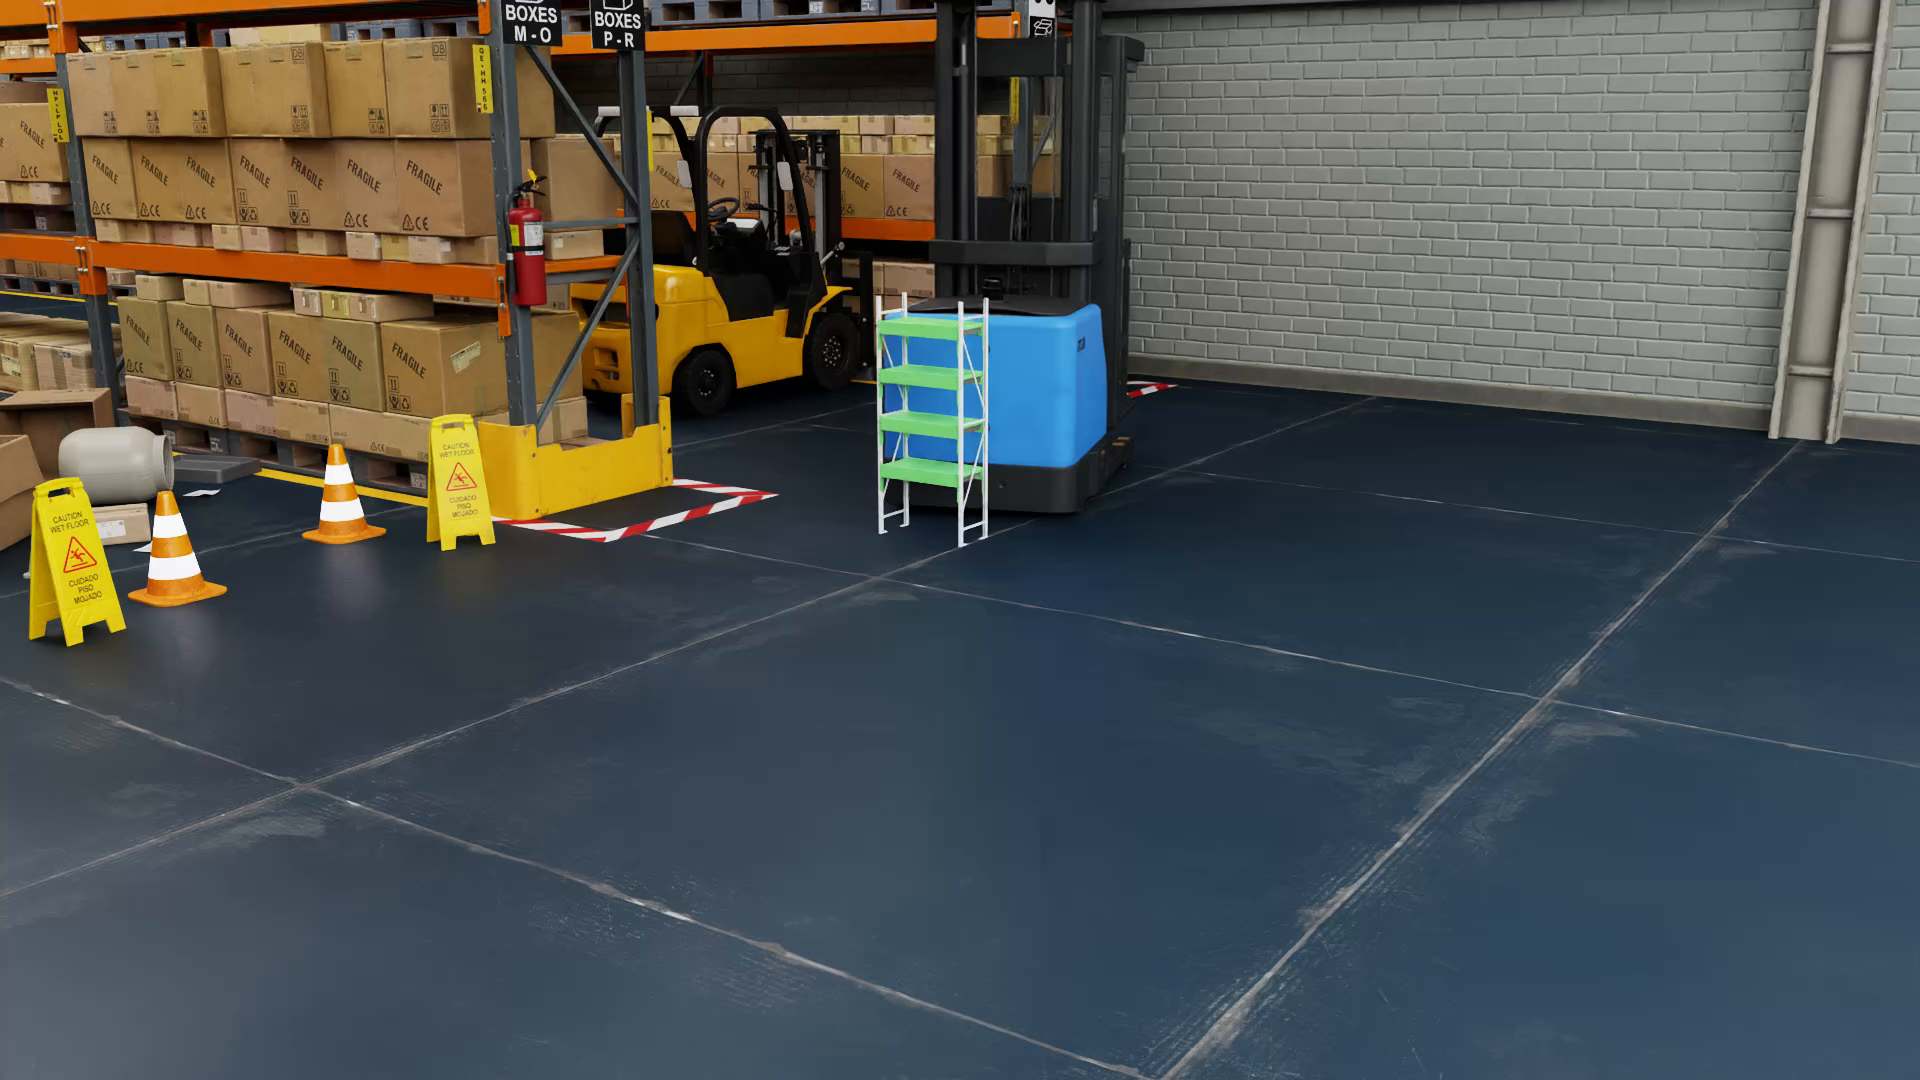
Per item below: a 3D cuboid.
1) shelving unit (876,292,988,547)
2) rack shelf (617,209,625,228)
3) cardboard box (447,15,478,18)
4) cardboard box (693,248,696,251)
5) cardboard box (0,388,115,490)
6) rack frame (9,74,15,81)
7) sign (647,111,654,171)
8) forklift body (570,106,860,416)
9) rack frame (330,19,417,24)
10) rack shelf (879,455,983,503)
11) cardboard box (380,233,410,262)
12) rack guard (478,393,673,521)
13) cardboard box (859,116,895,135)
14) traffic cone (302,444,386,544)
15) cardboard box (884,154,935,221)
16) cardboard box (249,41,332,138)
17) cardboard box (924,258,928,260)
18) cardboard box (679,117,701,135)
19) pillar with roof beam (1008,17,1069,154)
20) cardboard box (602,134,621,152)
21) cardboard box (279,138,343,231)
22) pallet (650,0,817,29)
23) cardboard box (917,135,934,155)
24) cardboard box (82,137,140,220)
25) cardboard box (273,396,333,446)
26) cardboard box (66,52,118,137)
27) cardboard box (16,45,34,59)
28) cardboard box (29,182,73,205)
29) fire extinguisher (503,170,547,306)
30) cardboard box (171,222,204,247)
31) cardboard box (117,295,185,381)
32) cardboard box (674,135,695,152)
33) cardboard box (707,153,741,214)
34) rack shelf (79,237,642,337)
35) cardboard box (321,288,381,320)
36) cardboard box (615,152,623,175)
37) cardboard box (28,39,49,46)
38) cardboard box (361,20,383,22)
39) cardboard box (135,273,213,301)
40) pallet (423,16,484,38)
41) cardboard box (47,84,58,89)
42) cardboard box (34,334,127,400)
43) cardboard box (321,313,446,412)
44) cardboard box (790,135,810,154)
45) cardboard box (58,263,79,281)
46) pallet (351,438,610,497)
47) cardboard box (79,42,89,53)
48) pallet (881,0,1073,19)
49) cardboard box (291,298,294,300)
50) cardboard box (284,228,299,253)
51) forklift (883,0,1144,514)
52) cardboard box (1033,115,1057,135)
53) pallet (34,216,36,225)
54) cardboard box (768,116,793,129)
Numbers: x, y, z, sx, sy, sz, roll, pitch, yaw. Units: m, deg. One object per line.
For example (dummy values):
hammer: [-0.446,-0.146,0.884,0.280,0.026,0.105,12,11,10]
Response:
shelving unit: [-0.137,-0.605,8.269,0.503,1.200,0.258,9,17,33]
rack shelf: [-4.254,-3.127,16.211,4.000,0.370,1.077,9,17,33]
cardboard box: [-4.974,-5.308,15.992,0.500,0.500,0.700,9,16,32]
cardboard box: [-2.368,-2.435,14.686,0.500,0.250,0.500,9,16,32]
cardboard box: [-5.232,-0.591,9.665,0.500,0.500,0.500,-4,14,-16]
rack frame: [-12.552,-4.818,21.542,0.127,3.000,1.000,9,17,33]
sign: [-1.740,-2.210,9.207,0.005,0.325,0.100,9,17,33]
forklift body: [-1.867,-2.150,12.534,1.214,2.155,2.313,9,17,33]
rack frame: [-5.914,-6.657,16.487,0.127,3.000,1.000,9,17,33]
rack shelf: [-0.137,-0.310,8.342,0.480,0.148,0.258,9,17,33]
cardboard box: [-2.945,-1.618,9.138,0.250,0.149,0.380,9,16,32]
rack guard: [-2.106,-0.478,9.215,0.348,0.500,1.175,9,17,33]
cardboard box: [-0.588,-3.303,13.248,0.250,0.149,0.380,10,17,34]
traffic cone: [-3.119,-0.251,8.373,0.334,0.463,0.336,9,17,33]
cardboard box: [-0.256,-2.805,13.206,0.500,0.500,0.500,10,17,35]
cardboard box: [-3.485,-2.502,9.281,0.500,0.500,0.700,9,16,32]
cardboard box: [0.015,-2.195,13.714,0.500,0.250,0.500,9,17,33]
cardboard box: [-2.218,-3.601,14.449,0.250,0.149,0.380,9,17,34]
pillar with roof beam: [-1.753,-4.999,9.789,0.400,9.000,9.100,9,17,33]
cardboard box: [-3.002,-3.573,14.957,0.250,0.149,0.380,10,17,35]
cardboard box: [-3.473,-2.028,9.447,0.500,0.500,0.500,9,17,33]
pallet: [-1.872,-4.512,14.250,1.213,0.211,1.003,9,17,33]
cardboard box: [-0.129,-3.101,13.051,0.250,0.149,0.380,10,17,34]
cardboard box: [-5.152,-2.296,10.530,0.500,0.500,0.500,9,17,33]
cardboard box: [-3.726,-0.746,9.941,0.500,0.250,0.500,8,16,31]
cardboard box: [-5.117,-2.794,10.460,0.500,0.500,0.700,9,17,32]
cardboard box: [-10.990,-5.805,19.812,0.250,0.149,0.380,10,17,34]
cardboard box: [-5.943,-2.314,11.077,0.250,0.149,0.380,9,17,34]
fire extinguisher: [-2.205,-1.537,8.450,0.183,0.674,0.296,9,17,33]
cardboard box: [-4.617,-1.897,10.266,0.250,0.149,0.380,10,17,35]
cardboard box: [-5.023,-1.318,10.694,0.500,0.500,0.500,10,17,35]
cardboard box: [-2.261,-3.442,14.427,0.250,0.149,0.380,10,17,34]
cardboard box: [-1.930,-3.079,14.309,0.500,0.500,0.500,10,17,34]
rack shelf: [-3.702,-1.601,10.044,4.000,0.370,1.077,9,17,33]
cardboard box: [-3.402,-1.355,9.493,0.250,0.149,0.380,10,17,34]
cardboard box: [-3.145,-3.393,15.059,0.500,0.250,0.500,9,16,32]
cardboard box: [-10.629,-5.962,19.616,0.500,0.250,0.500,10,17,34]
cardboard box: [-6.083,-5.418,17.208,0.250,0.149,0.380,9,17,33]
cardboard box: [-4.952,-1.604,10.500,0.250,0.149,0.380,9,17,34]
pallet: [-4.371,-4.887,15.971,1.213,0.211,1.003,10,17,35]
cardboard box: [-6.513,-3.188,11.910,0.250,0.149,0.380,10,17,36]
cardboard box: [-5.798,-1.216,11.588,0.625,0.372,0.950,9,17,34]
cardboard box: [-3.288,-1.040,9.568,0.500,0.500,0.500,10,17,35]
cardboard box: [-1.205,-3.265,13.713,0.250,0.149,0.380,9,16,32]
cardboard box: [-10.548,-3.445,20.327,0.500,0.500,0.700,8,16,31]
pallet: [-2.760,-0.454,9.719,1.213,0.211,1.003,9,17,33]
cardboard box: [-9.897,-5.638,19.137,0.250,0.149,0.380,9,17,33]
pallet: [0.152,-4.185,12.928,1.213,0.211,1.003,9,17,33]
cardboard box: [-3.874,-1.289,10.577,0.500,0.500,0.500,10,17,36]
cardboard box: [-3.730,-1.776,9.778,0.250,0.149,0.380,9,17,33]
forklift: [0.454,-1.867,9.767,1.130,2.935,3.031,4,14,14]
cardboard box: [0.565,-3.267,13.102,0.250,0.149,0.380,9,16,32]
pallet: [-7.015,-2.404,12.192,1.213,0.211,1.003,9,17,33]
cardboard box: [-1.382,-3.457,13.870,0.250,0.149,0.380,9,17,33]
